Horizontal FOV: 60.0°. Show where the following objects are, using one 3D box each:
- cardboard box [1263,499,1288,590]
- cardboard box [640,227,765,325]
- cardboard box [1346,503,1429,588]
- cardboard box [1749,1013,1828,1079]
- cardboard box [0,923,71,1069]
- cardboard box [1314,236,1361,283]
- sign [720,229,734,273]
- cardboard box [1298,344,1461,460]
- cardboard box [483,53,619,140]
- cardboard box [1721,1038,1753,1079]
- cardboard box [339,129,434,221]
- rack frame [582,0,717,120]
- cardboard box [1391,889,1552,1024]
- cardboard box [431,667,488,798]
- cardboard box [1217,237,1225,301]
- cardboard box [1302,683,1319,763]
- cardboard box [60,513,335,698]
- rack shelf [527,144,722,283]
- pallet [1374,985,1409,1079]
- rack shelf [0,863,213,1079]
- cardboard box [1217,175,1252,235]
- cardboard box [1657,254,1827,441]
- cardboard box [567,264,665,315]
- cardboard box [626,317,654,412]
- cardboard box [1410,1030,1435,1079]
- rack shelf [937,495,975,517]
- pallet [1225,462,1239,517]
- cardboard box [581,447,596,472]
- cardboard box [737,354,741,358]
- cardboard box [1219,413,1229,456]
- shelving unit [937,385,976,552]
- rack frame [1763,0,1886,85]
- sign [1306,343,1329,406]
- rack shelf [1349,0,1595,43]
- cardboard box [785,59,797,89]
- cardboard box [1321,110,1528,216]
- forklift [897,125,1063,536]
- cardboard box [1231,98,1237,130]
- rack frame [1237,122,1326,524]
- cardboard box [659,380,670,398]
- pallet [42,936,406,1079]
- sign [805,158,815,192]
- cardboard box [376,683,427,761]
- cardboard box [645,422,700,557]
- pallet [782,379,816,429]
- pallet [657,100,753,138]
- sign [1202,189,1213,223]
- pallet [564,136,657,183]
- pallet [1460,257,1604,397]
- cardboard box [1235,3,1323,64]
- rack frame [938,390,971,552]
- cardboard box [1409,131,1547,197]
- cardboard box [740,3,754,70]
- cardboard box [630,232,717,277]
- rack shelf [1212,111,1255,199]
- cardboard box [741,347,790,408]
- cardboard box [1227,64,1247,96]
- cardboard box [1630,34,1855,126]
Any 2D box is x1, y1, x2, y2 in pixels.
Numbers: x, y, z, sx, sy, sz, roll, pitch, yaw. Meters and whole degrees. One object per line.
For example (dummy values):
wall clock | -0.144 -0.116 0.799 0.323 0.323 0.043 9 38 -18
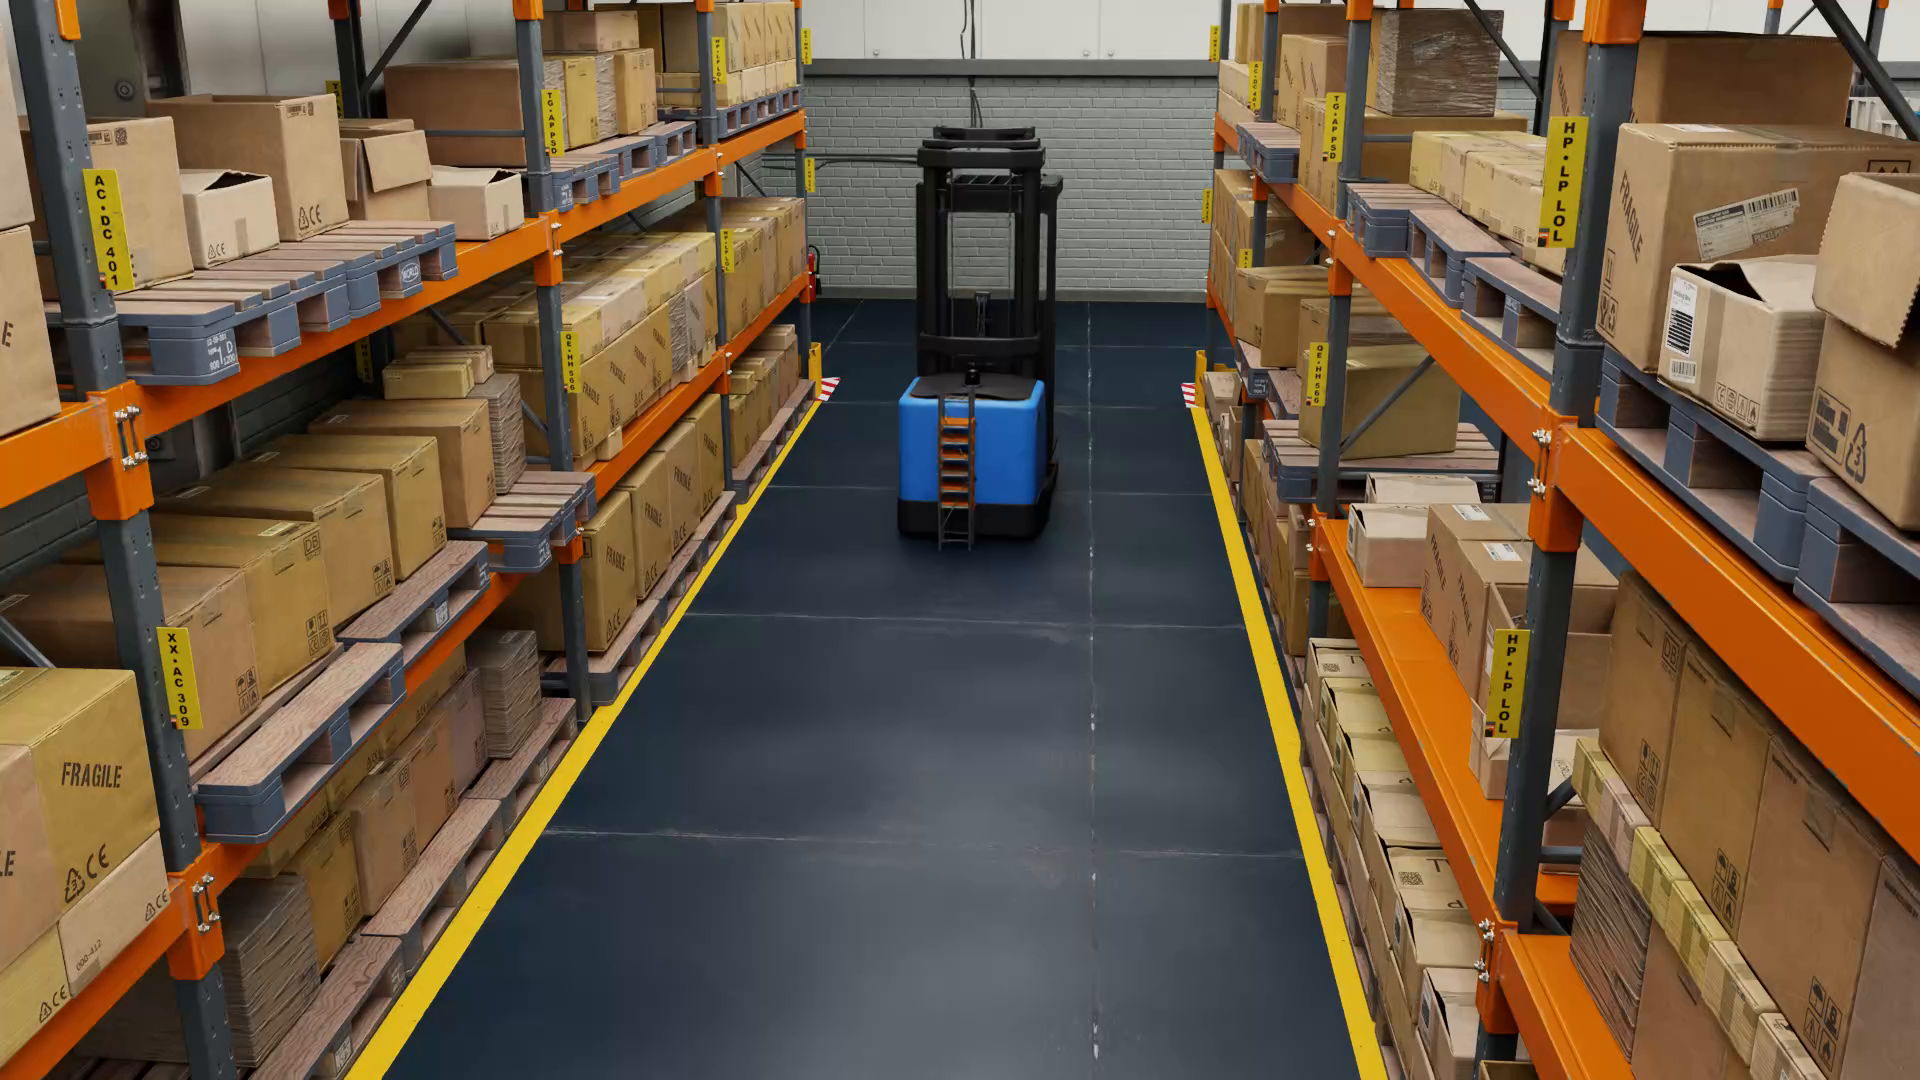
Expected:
cardboard box | 2.261 0.042 10.786 0.500 0.500 0.500 1 18 2
cardboard box | -2.182 -2.206 13.858 0.980 0.700 0.700 1 18 3
cardboard box | 2.102 -0.002 7.754 0.500 0.311 0.500 1 18 3
cardboard box | 1.772 1.049 3.203 0.380 0.149 0.250 1 18 2
cardboard box | -2.644 1.186 4.196 0.500 0.250 0.500 1 18 4
cardboard box | 2.961 -2.223 12.622 0.500 0.500 0.500 2 18 5
sign | -1.753 -2.173 12.504 0.100 0.325 0.005 1 18 4
cardboard box | 2.292 -0.763 9.098 0.700 0.500 0.500 -5 19 -15
cardboard box | -2.543 -2.752 10.320 0.700 0.500 0.500 1 18 4
cardboard box | 1.976 1.335 3.371 0.700 0.500 0.500 2 18 5
cardboard box | -2.767 -1.510 7.200 0.797 0.503 0.637 4 19 12
rack frame | -2.295 -4.520 11.766 1.000 3.000 0.127 1 18 4
cardboard box | 1.847 1.472 5.956 0.500 0.311 0.500 2 18 5
cardboard box | -2.734 0.934 8.063 0.700 0.500 0.500 1 18 4
cardboard box | 2.568 -2.402 14.774 0.500 0.500 0.500 1 18 4
cardboard box | 2.029 0.946 8.461 0.500 0.250 0.500 1 18 4
cardboard box | -2.751 0.228 6.042 0.700 0.500 0.500 3 18 10
rack shelf | -2.438 -2.132 10.449 1.077 0.370 4.000 1 18 4
pallet | 2.087 2.020 5.918 1.003 0.211 1.213 1 18 4
rack shelf | -3.012 1.778 3.334 1.077 0.370 4.000 1 18 4
cardboard box | 2.608 -3.030 15.087 0.500 0.500 0.500 1 18 4
cardboard box | 1.735 -0.406 3.272 0.500 0.311 0.500 0 18 1
cardboard box | -2.192 -1.598 10.608 0.500 0.250 0.500 1 18 3
cardboard box | -2.208 -1.087 10.253 0.500 0.500 0.500 1 18 4
cardboard box | 1.813 1.897 5.559 0.500 0.250 0.500 1 18 3
rack shelf | -0.027 -0.247 12.163 0.258 0.103 0.180 2 18 7
pallet | 2.696 -0.448 13.451 1.003 0.211 1.213 1 18 4
cardboard box | -2.300 -0.492 9.479 0.380 0.149 0.250 2 18 5
cardboard box | -2.221 -1.741 15.217 0.380 0.149 0.250 2 18 5
cardboard box | 2.458 -0.907 13.986 0.500 0.311 0.500 1 18 4
shelving unit | -0.027 -0.517 12.074 0.258 1.200 0.189 2 18 7
rack frame | 7.873 -5.541 14.882 1.000 3.000 0.127 1 18 4
sign | 1.817 -0.839 8.435 0.100 0.325 0.005 1 18 4
rack shelf | 2.216 -2.015 5.919 1.077 0.370 4.000 1 18 4
cardboard box | -1.796 -4.279 15.254 0.500 0.250 0.500 2 18 6
cardboard box | 2.357 -1.927 8.508 0.910 0.500 0.500 1 18 4
forklift | 0.235 -1.836 13.320 1.130 2.935 3.031 2 18 7
cardboard box | 2.530 -3.537 13.823 0.500 0.250 0.500 1 18 4
rack frame | 2.646 -1.560 12.366 1.000 3.000 0.127 1 18 4
cardboard box | -2.172 -1.054 11.195 0.380 0.149 0.250 1 18 2
pallet | -2.814 1.899 6.289 1.003 0.211 1.213 1 18 4
sign | -1.468 -3.558 16.224 0.100 0.325 0.005 1 18 4
cardboard box | -2.717 0.756 7.403 0.500 0.250 0.500 1 18 4
cardboard box | -2.273 -0.366 11.502 0.750 0.750 0.750 2 18 6
pallet | -1.988 -1.336 16.162 1.003 0.211 1.213 1 18 4
pallet | -2.226 -3.306 13.021 1.003 0.211 1.213 1 18 4
sign | 2.392 -3.226 16.059 0.100 0.325 0.005 1 18 4
pallet | -2.511 -2.311 10.145 1.003 0.211 1.213 2 18 6
pallet | 2.123 -0.684 5.183 0.805 0.209 1.217 1 18 2
cardboard box | 2.792 -4.437 14.563 0.700 0.500 0.500 1 18 4
rack frame | -0.038 -0.489 11.988 0.240 1.200 0.006 2 18 7
cardboard box | 2.383 -1.729 7.632 0.500 0.250 0.500 0 18 0
cardboard box | -1.934 -4.002 13.203 0.500 0.500 0.500 1 18 3
cardboard box | -2.073 -2.073 12.058 0.500 0.250 0.500 2 18 5
rack shelf | 2.790 -3.265 13.907 1.077 0.370 4.000 1 18 4
cardboard box | -1.995 -1.548 15.671 0.700 0.500 0.500 1 18 4
cardboard box | 2.564 -3.930 14.219 0.500 0.250 0.500 1 18 4
cardboard box | 2.156 -1.176 4.739 0.500 0.500 0.500 2 18 5
